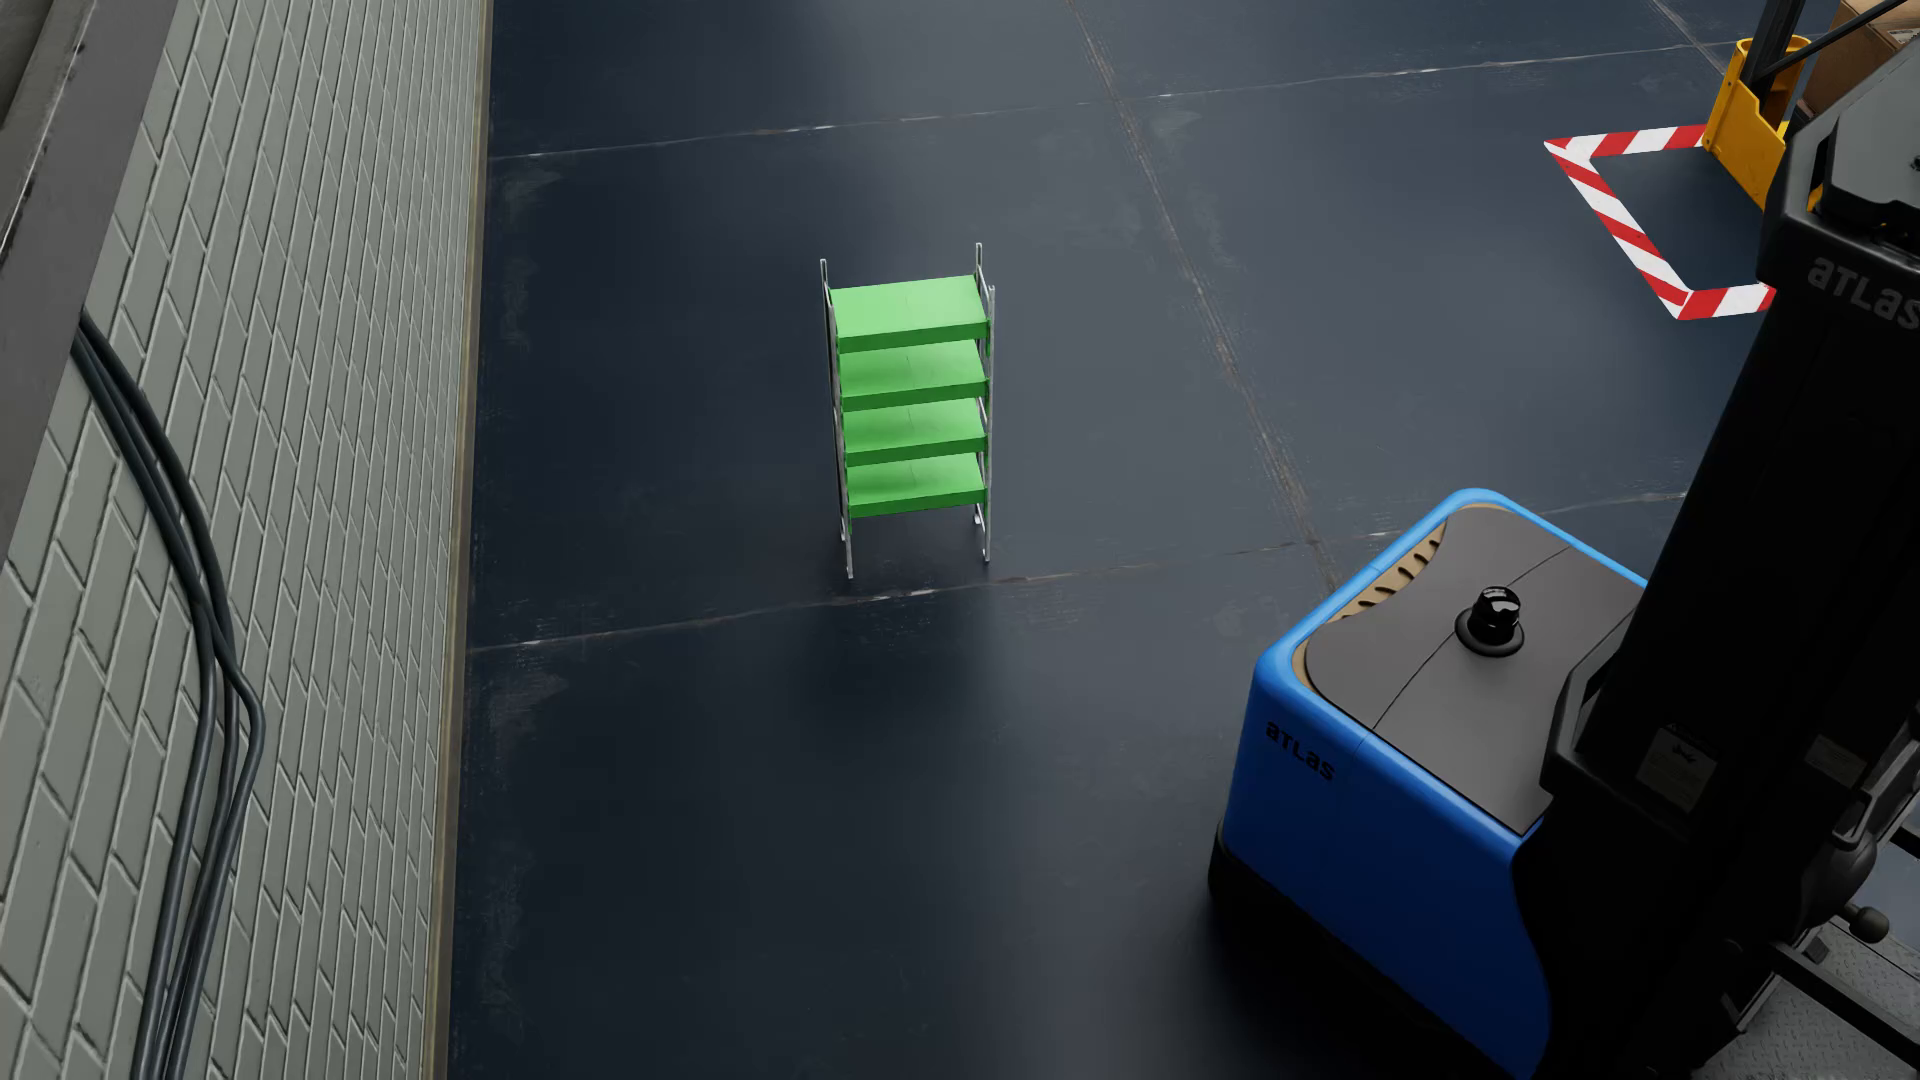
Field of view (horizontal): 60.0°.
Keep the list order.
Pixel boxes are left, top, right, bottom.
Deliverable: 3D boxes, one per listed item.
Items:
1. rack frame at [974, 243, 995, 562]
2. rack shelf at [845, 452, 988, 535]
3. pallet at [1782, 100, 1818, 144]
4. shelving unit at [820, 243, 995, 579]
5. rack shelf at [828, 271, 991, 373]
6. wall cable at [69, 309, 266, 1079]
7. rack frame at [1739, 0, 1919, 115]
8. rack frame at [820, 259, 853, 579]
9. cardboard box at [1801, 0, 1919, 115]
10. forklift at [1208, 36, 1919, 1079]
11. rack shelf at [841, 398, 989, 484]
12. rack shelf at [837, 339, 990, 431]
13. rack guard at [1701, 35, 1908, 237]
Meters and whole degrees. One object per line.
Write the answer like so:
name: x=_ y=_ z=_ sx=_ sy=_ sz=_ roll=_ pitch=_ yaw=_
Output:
rack frame: x=0.077 y=-0.426 z=5.545 sx=0.015 sy=1.200 sz=0.240 roll=-7 pitch=46 yaw=-7
rack shelf: x=-0.163 y=-0.185 z=5.735 sx=0.480 sy=0.148 sz=0.258 roll=-7 pitch=46 yaw=-7
pallet: x=4.498 y=-1.661 z=7.422 sx=1.213 sy=0.211 sz=1.003 roll=-7 pitch=46 yaw=-7
shelving unit: x=-0.163 y=-0.396 z=5.516 sx=0.503 sy=1.200 sz=0.258 roll=-7 pitch=46 yaw=-7
rack shelf: x=-0.163 y=-0.685 z=5.217 sx=0.480 sy=0.148 sz=0.258 roll=-7 pitch=46 yaw=-7
wall cable: x=-1.148 y=0.430 z=1.461 sx=0.112 sy=2.526 sz=3.097 roll=-7 pitch=46 yaw=-7
rack frame: x=3.638 y=-2.521 z=6.314 sx=0.127 sy=3.000 sz=1.000 roll=-7 pitch=46 yaw=-7
rack frame: x=-0.404 y=-0.366 z=5.487 sx=0.015 sy=1.200 sz=0.240 roll=-7 pitch=46 yaw=-7
cardboard box: x=4.132 y=-2.048 z=7.288 sx=0.500 sy=0.500 sz=0.500 roll=-7 pitch=46 yaw=-7
forklift: x=2.114 y=0.562 z=3.391 sx=1.130 sy=2.935 sz=3.031 roll=-35 pitch=55 yaw=-29
rack shelf: x=-0.163 y=-0.352 z=5.562 sx=0.480 sy=0.148 sz=0.258 roll=-7 pitch=46 yaw=-7
rack shelf: x=-0.163 y=-0.518 z=5.389 sx=0.480 sy=0.148 sz=0.258 roll=-7 pitch=46 yaw=-7
rack guard: x=3.713 y=-1.663 z=7.223 sx=0.348 sy=0.500 sz=1.175 roll=-7 pitch=46 yaw=-7
